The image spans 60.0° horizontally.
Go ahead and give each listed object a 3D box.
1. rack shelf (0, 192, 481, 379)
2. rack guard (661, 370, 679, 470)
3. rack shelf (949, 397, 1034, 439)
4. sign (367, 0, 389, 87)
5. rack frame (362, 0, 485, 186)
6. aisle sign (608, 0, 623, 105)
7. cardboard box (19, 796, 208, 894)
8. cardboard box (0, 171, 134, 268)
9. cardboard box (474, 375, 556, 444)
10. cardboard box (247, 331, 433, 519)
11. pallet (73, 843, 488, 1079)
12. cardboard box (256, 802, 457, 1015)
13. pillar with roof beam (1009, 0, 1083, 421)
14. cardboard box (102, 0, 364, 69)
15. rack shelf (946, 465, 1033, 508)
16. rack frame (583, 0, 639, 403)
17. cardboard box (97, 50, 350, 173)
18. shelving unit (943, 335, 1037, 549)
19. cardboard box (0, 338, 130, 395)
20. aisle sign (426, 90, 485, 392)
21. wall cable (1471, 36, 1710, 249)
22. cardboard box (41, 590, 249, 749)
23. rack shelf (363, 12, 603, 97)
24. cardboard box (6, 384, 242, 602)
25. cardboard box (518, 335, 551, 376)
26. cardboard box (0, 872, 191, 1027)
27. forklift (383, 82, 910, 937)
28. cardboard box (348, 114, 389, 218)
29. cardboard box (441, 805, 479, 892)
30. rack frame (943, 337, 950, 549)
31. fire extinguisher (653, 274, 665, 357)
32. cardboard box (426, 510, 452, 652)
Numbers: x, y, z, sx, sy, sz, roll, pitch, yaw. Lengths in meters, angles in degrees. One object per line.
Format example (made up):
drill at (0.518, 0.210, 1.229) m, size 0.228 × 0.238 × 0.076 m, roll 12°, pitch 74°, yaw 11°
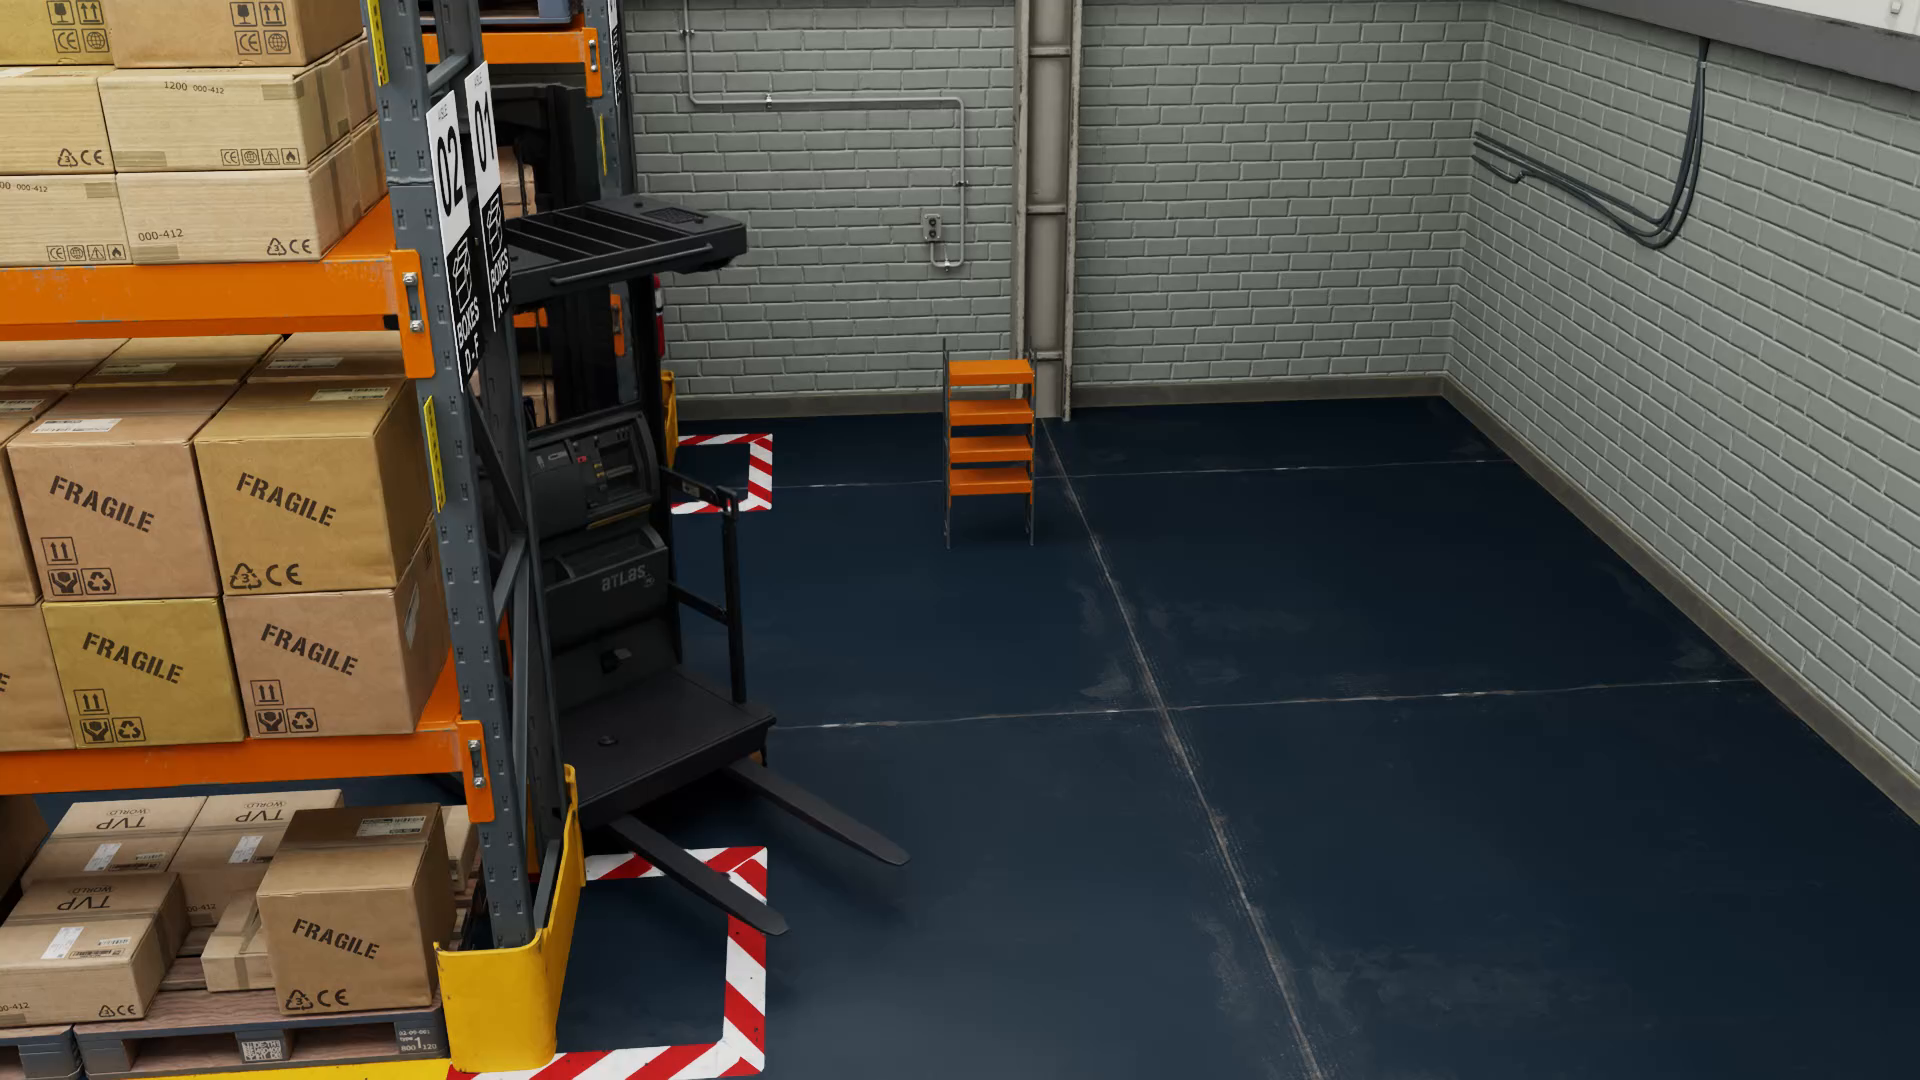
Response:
rack shelf at (-3.538, -0.759, 4.958) m, size 4.000 × 0.370 × 1.077 m, roll -2°, pitch 24°, yaw -5°
rack guard at (-2.015, -0.658, 10.615) m, size 0.348 × 0.500 × 1.175 m, roll -2°, pitch 24°, yaw -5°
rack shelf at (0.165, -0.698, 9.458) m, size 0.480 × 0.148 × 0.258 m, roll -2°, pitch 24°, yaw -5°
sign at (-1.513, -1.347, 4.305) m, size 0.005 × 0.325 × 0.100 m, roll -2°, pitch 24°, yaw -5°
rack frame at (-1.548, -2.539, 4.382) m, size 0.127 × 3.000 × 1.000 m, roll -2°, pitch 24°, yaw -5°
aisle sign at (-1.937, -2.869, 9.311) m, size 0.004 × 0.787 × 0.394 m, roll -2°, pitch 24°, yaw -5°
cardboard box at (-3.112, 1.205, 6.189) m, size 0.500 × 0.250 × 0.500 m, roll -2°, pitch 24°, yaw -5°
cardboard box at (-2.532, -0.957, 4.701) m, size 0.500 × 0.250 × 0.500 m, roll -2°, pitch 24°, yaw -5°
cardboard box at (-2.725, -0.781, 10.374) m, size 0.500 × 0.500 × 0.700 m, roll -2°, pitch 24°, yaw -5°
cardboard box at (-2.015, -0.389, 5.577) m, size 0.500 × 0.500 × 0.500 m, roll -2°, pitch 24°, yaw -4°
pallet at (-2.417, 1.512, 6.088) m, size 1.213 × 0.211 × 1.003 m, roll -2°, pitch 24°, yaw -5°
cardboard box at (-2.065, 1.265, 5.746) m, size 0.500 × 0.500 × 0.500 m, roll -2°, pitch 24°, yaw -5°
pillar with roof beam at (0.986, -3.258, 6.001) m, size 0.400 × 9.000 × 9.100 m, roll -2°, pitch 24°, yaw -5°
cardboard box at (-2.058, -1.643, 4.707) m, size 0.500 × 0.500 × 0.700 m, roll -2°, pitch 24°, yaw -5°
rack shelf at (0.165, -0.312, 9.629) m, size 0.480 × 0.148 × 0.258 m, roll -2°, pitch 24°, yaw -5°
rack frame at (-2.039, -1.799, 10.105) m, size 0.127 × 3.000 × 1.000 m, roll -2°, pitch 24°, yaw -5°
cardboard box at (-2.034, -1.204, 4.642) m, size 0.500 × 0.250 × 0.500 m, roll -2°, pitch 24°, yaw -5°
shelving unit at (0.165, -0.555, 9.521) m, size 0.503 × 1.200 × 0.258 m, roll -2°, pitch 24°, yaw -5°
cardboard box at (-3.033, -0.347, 5.483) m, size 0.500 × 0.500 × 0.500 m, roll -2°, pitch 24°, yaw -4°
aisle sign at (-1.450, -0.864, 4.800) m, size 0.004 × 0.787 × 0.394 m, roll -2°, pitch 24°, yaw -5°
wall cable at (3.625, -3.203, 9.700) m, size 0.112 × 2.526 × 3.097 m, roll -2°, pitch 24°, yaw -5°
cardboard box at (-2.483, 0.307, 5.243) m, size 0.500 × 0.500 × 0.500 m, roll -2°, pitch 24°, yaw -5°
rack shelf at (-4.029, -2.762, 9.462) m, size 4.000 × 0.370 × 1.077 m, roll -2°, pitch 24°, yaw -5°
cardboard box at (-2.467, -0.150, 5.041) m, size 0.500 × 0.500 × 0.500 m, roll -2°, pitch 24°, yaw -4°
cardboard box at (-2.621, -1.163, 10.435) m, size 0.250 × 0.149 × 0.380 m, roll -2°, pitch 24°, yaw -5°
cardboard box at (-3.013, 1.405, 5.739) m, size 0.500 × 0.250 × 0.500 m, roll -2°, pitch 24°, yaw -5°
forklift at (-1.501, -0.237, 6.674) m, size 3.031 × 2.935 × 1.130 m, roll 22°, pitch 32°, yaw 40°
cardboard box at (-2.084, -1.182, 5.207) m, size 0.500 × 0.250 × 0.500 m, roll -2°, pitch 24°, yaw -5°
cardboard box at (-1.998, 1.182, 6.365) m, size 0.250 × 0.149 × 0.380 m, roll -2°, pitch 24°, yaw -5°
rack frame at (-0.078, -0.545, 9.499) m, size 0.015 × 1.200 × 0.240 m, roll -2°, pitch 24°, yaw -5°
fire extinguisher at (-1.843, -1.413, 9.791) m, size 0.183 × 0.674 × 0.296 m, roll -2°, pitch 24°, yaw -5°
cardboard box at (-2.015, 0.068, 5.780) m, size 0.500 × 0.500 × 0.500 m, roll -2°, pitch 24°, yaw -4°
